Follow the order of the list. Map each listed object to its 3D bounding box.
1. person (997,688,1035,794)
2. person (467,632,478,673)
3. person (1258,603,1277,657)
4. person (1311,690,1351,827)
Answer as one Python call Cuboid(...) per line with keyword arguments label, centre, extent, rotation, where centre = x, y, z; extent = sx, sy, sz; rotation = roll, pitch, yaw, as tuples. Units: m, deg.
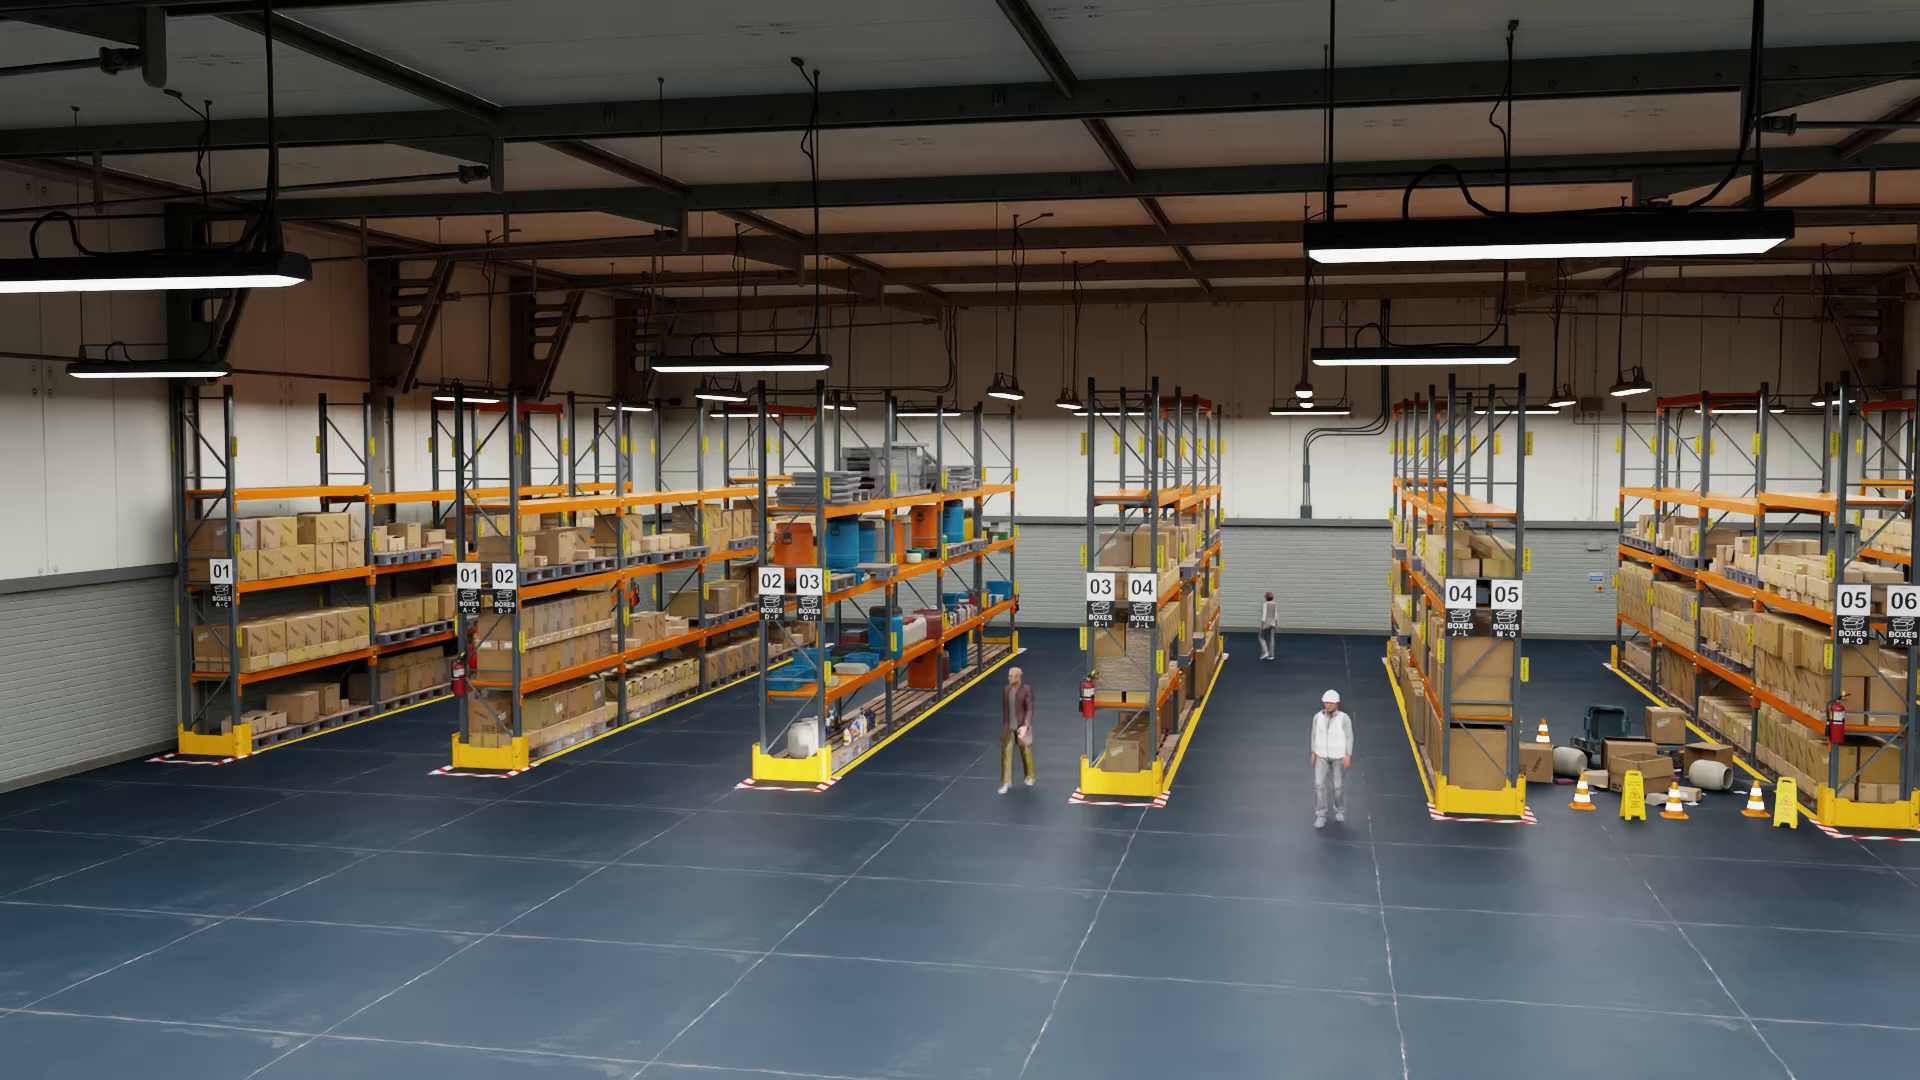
Cuboid(label="person", centre=(0.812, 2.889, 24.305), extent=(0.548, 1.532, 0.870), rotation=(2, 4, 31))
Cuboid(label="person", centre=(-8.591, 2.490, 29.845), extent=(0.636, 1.714, 0.602), rotation=(1, 3, 10))
Cuboid(label="person", centre=(7.272, 2.100, 39.130), extent=(0.439, 1.285, 0.372), rotation=(-1, 4, -25))
Cuboid(label="person", centre=(4.921, 2.891, 22.089), extent=(0.582, 1.797, 0.612), rotation=(2, 4, 29))
